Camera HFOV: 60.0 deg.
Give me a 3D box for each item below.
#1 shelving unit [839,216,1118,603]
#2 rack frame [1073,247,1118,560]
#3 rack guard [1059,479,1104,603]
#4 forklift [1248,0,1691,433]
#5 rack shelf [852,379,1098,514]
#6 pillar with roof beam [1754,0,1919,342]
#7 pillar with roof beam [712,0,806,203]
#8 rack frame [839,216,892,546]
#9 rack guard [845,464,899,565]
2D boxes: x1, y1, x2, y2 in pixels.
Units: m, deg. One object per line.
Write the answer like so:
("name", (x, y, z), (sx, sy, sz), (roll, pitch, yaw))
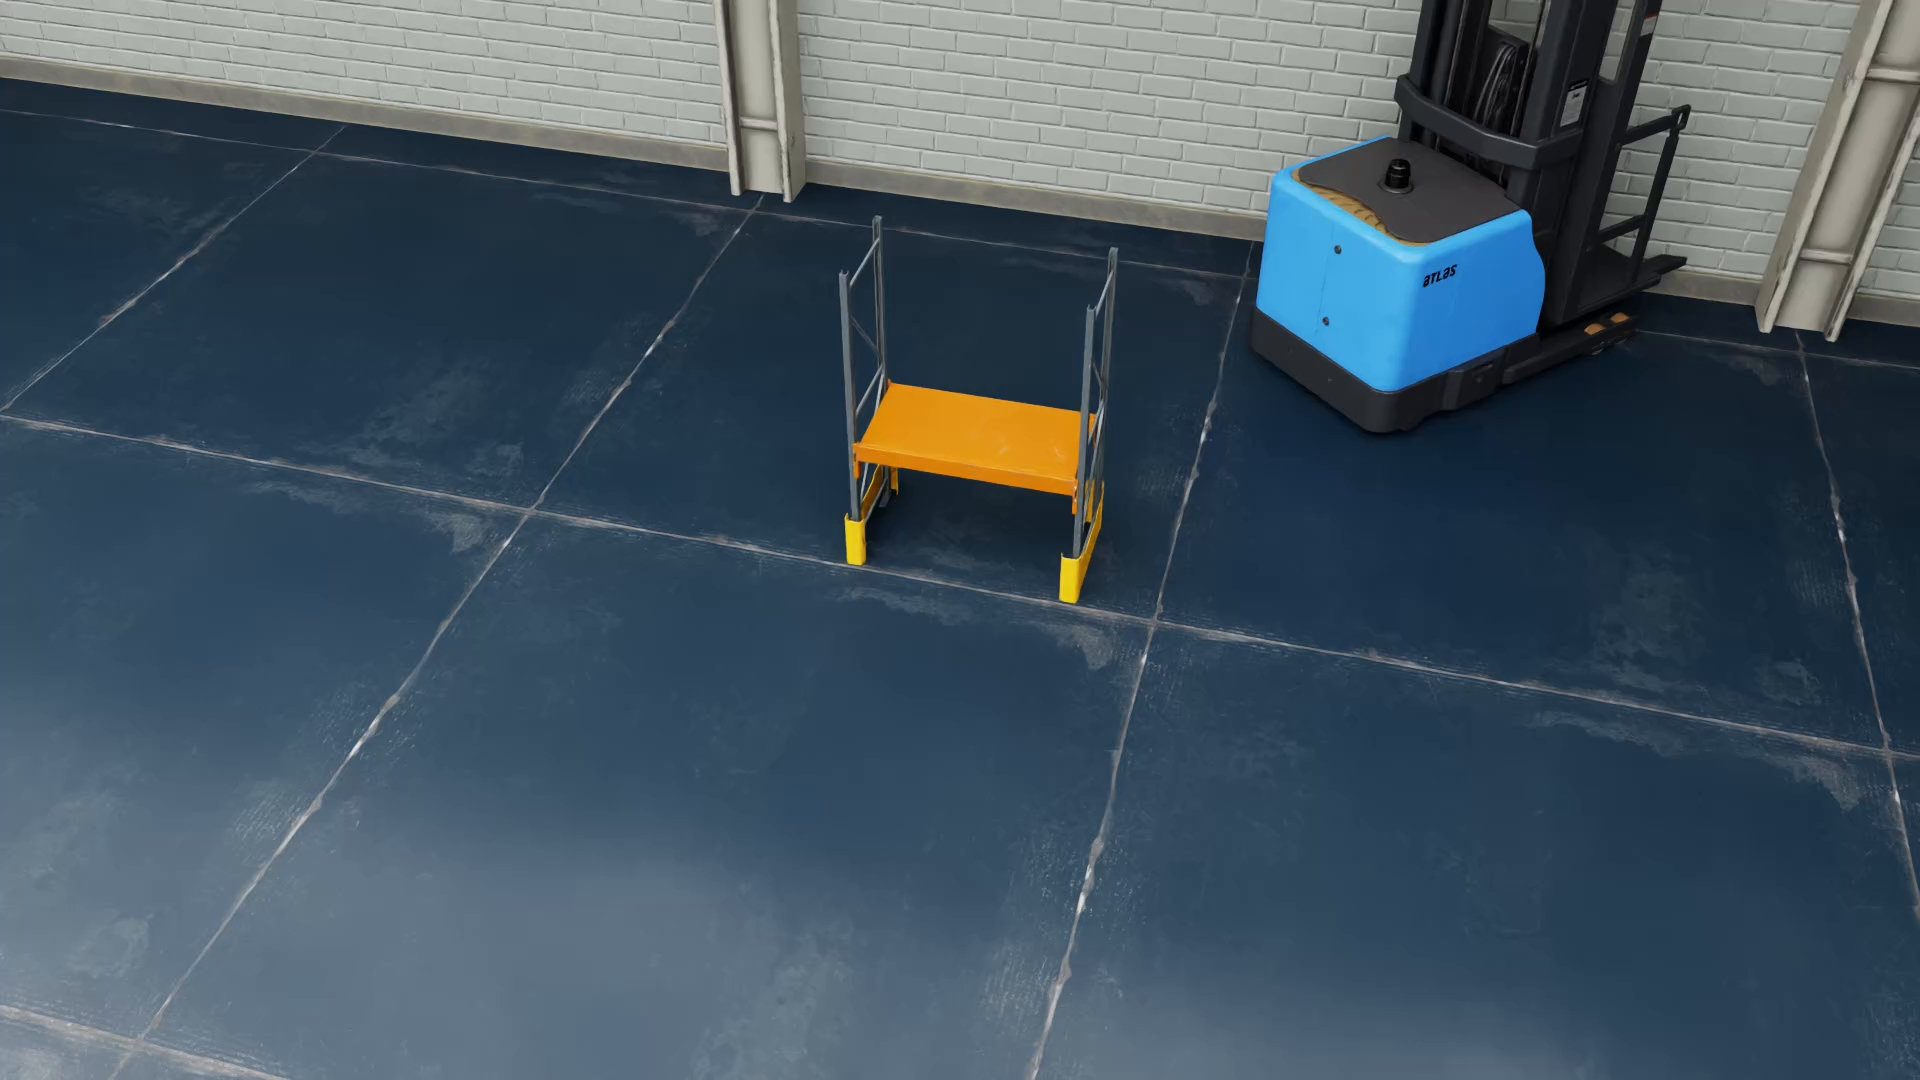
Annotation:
("shelving unit", (0.074, -0.562, 7.253), (1.083, 1.500, 0.587), (10, 41, 11))
("rack frame", (0.573, -0.476, 7.150), (0.032, 1.500, 0.500), (10, 41, 11))
("rack guard", (0.555, 0.000, 7.556), (0.087, 0.250, 0.587), (10, 41, 11))
("forklift", (3.057, -2.382, 8.307), (3.031, 2.935, 1.130), (-22, 45, -24))
("rack shelf", (0.082, -0.422, 7.366), (1.000, 0.185, 0.538), (10, 41, 11))
("pillar with roof beam", (3.498, -1.976, 3.105), (0.400, 9.000, 9.100), (10, 41, 11))
("pillar with roof beam", (-2.298, -2.973, 4.293), (0.400, 9.000, 9.100), (10, 41, 11))
("rack frame", (-0.409, -0.645, 7.351), (0.032, 1.500, 0.500), (10, 41, 11))
("rack guard", (-0.407, -0.166, 7.753), (0.087, 0.250, 0.587), (10, 41, 11))
